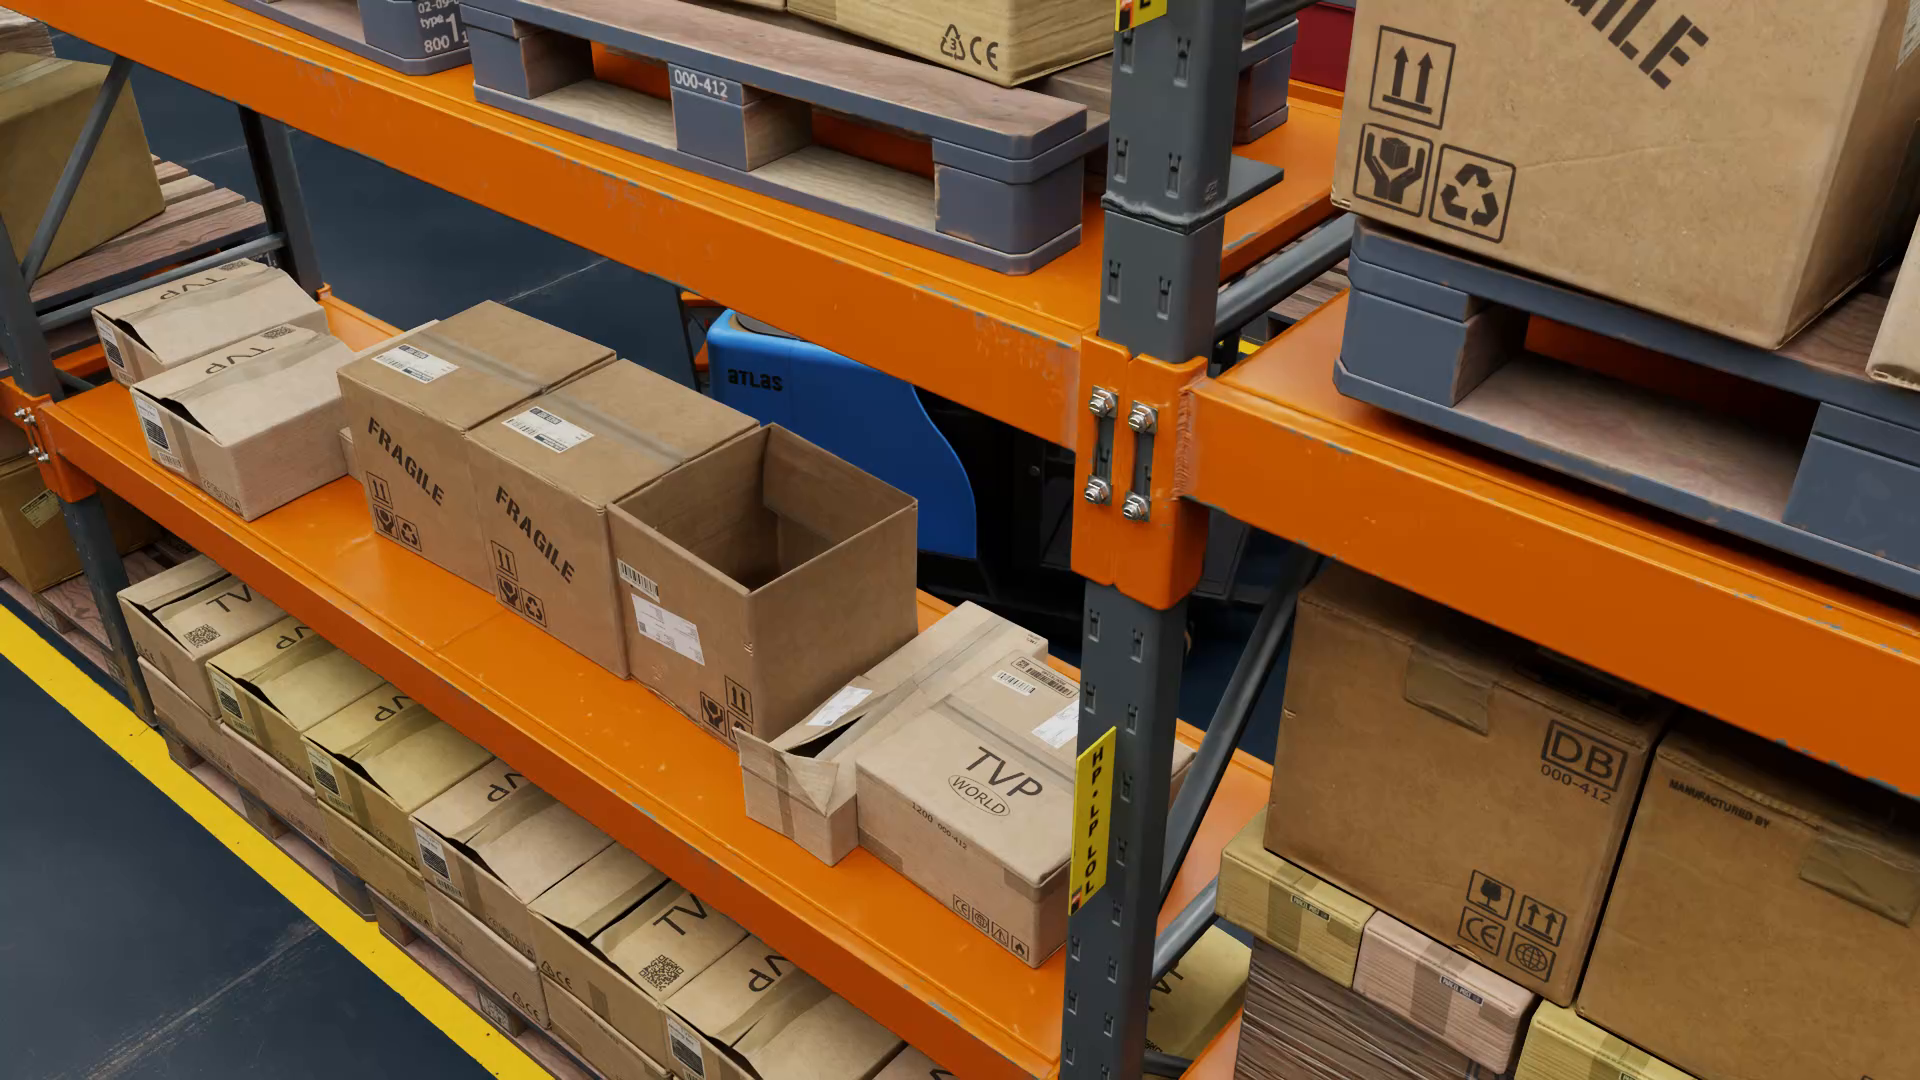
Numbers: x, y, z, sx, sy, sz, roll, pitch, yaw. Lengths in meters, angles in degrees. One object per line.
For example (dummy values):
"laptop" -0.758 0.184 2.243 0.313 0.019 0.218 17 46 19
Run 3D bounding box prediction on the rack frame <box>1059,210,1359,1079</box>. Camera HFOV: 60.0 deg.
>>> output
"rack frame" 0.541 0.634 3.177 0.127 3.000 1.000 25 42 32

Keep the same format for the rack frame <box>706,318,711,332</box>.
"rack frame" -0.932 -0.755 6.906 0.200 1.050 0.008 1 34 11

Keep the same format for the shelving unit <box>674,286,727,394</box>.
"shelving unit" -0.951 -0.687 6.807 0.215 1.050 0.252 1 34 11

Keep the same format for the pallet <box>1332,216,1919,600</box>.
"pallet" 1.214 -0.268 1.920 1.213 0.211 1.003 25 42 32

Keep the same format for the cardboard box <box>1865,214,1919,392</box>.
"cardboard box" 1.175 -0.304 1.477 0.500 0.311 0.500 23 41 29

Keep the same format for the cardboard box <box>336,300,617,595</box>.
"cardboard box" -1.233 -0.255 4.384 0.500 0.500 0.500 23 41 29

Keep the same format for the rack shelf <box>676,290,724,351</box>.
"rack shelf" -0.978 -0.914 6.657 0.215 0.259 0.240 1 34 11

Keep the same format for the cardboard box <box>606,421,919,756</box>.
"cardboard box" -0.443 0.117 3.842 0.500 0.500 0.500 29 44 35

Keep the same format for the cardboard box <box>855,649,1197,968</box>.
"cardboard box" 0.135 0.536 3.452 0.500 0.250 0.500 28 43 35

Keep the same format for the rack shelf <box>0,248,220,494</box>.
"rack shelf" -4.070 -1.243 6.545 4.000 0.370 1.077 25 42 32

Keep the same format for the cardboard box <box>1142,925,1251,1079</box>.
"cardboard box" 0.383 1.105 4.054 0.500 0.311 0.500 25 42 32

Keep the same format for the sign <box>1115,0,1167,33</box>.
"sign" 0.202 -0.706 1.744 0.005 0.325 0.100 25 42 32

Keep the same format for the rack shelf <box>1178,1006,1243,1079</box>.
"rack shelf" 2.079 1.655 2.326 4.000 0.370 1.077 25 42 32

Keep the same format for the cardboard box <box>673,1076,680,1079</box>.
"cardboard box" -0.350 1.386 4.140 0.500 0.250 0.500 25 41 31

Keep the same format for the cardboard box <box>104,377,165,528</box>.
"cardboard box" -3.106 -0.442 6.564 0.500 0.500 0.500 24 41 30

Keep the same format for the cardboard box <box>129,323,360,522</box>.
"cardboard box" -1.969 -0.370 4.718 0.500 0.311 0.500 25 42 31

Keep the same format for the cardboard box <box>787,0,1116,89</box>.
"cardboard box" 0.074 -0.941 2.583 0.500 0.250 0.500 -29 44 -35

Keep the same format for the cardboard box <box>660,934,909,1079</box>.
"cardboard box" -0.357 1.155 3.980 0.500 0.311 0.500 27 42 33

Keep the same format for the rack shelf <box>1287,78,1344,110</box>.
"rack shelf" 2.177 -1.948 7.572 4.000 0.370 1.077 25 42 32

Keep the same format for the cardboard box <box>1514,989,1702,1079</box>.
"cardboard box" 1.017 0.691 2.433 0.250 0.149 0.380 24 41 31

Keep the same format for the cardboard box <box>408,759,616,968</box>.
"cardboard box" -1.123 0.790 4.512 0.500 0.311 0.500 25 41 31

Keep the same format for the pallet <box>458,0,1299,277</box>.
"pallet" -0.145 -0.837 2.839 1.217 0.209 0.805 23 41 30

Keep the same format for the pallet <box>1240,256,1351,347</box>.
"pallet" 2.143 -1.080 8.135 1.213 0.211 1.003 25 42 32

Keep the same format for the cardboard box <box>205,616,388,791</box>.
"cardboard box" -1.909 0.418 5.054 0.500 0.311 0.500 24 41 31

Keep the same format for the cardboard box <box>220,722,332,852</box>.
"cardboard box" -1.931 0.645 5.220 0.500 0.250 0.500 24 41 31

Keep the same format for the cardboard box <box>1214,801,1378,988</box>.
"cardboard box" 0.624 0.507 2.701 0.250 0.149 0.380 25 42 32

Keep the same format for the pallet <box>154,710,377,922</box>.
"pallet" -1.925 0.650 5.617 1.213 0.211 1.003 25 42 32

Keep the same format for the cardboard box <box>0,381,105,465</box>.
"cardboard box" -3.448 -0.530 6.029 0.500 0.250 0.500 27 43 33

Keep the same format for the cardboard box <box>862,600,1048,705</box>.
"cardboard box" -0.009 0.328 3.845 0.250 0.149 0.380 25 42 32

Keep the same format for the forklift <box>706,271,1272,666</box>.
"forklift" 0.645 -1.078 5.731 3.031 2.935 1.130 10 36 15

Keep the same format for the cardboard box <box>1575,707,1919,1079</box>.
"cardboard box" 1.276 0.398 2.286 0.500 0.500 0.700 25 42 32

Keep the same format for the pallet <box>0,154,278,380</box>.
"pallet" -3.098 -0.951 5.654 1.003 0.211 1.213 25 42 32

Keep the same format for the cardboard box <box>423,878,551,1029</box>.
"cardboard box" -1.134 1.016 4.678 0.500 0.250 0.500 26 42 33

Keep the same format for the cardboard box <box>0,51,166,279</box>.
"cardboard box" -3.089 -1.208 5.400 0.500 0.500 0.700 12 36 17
